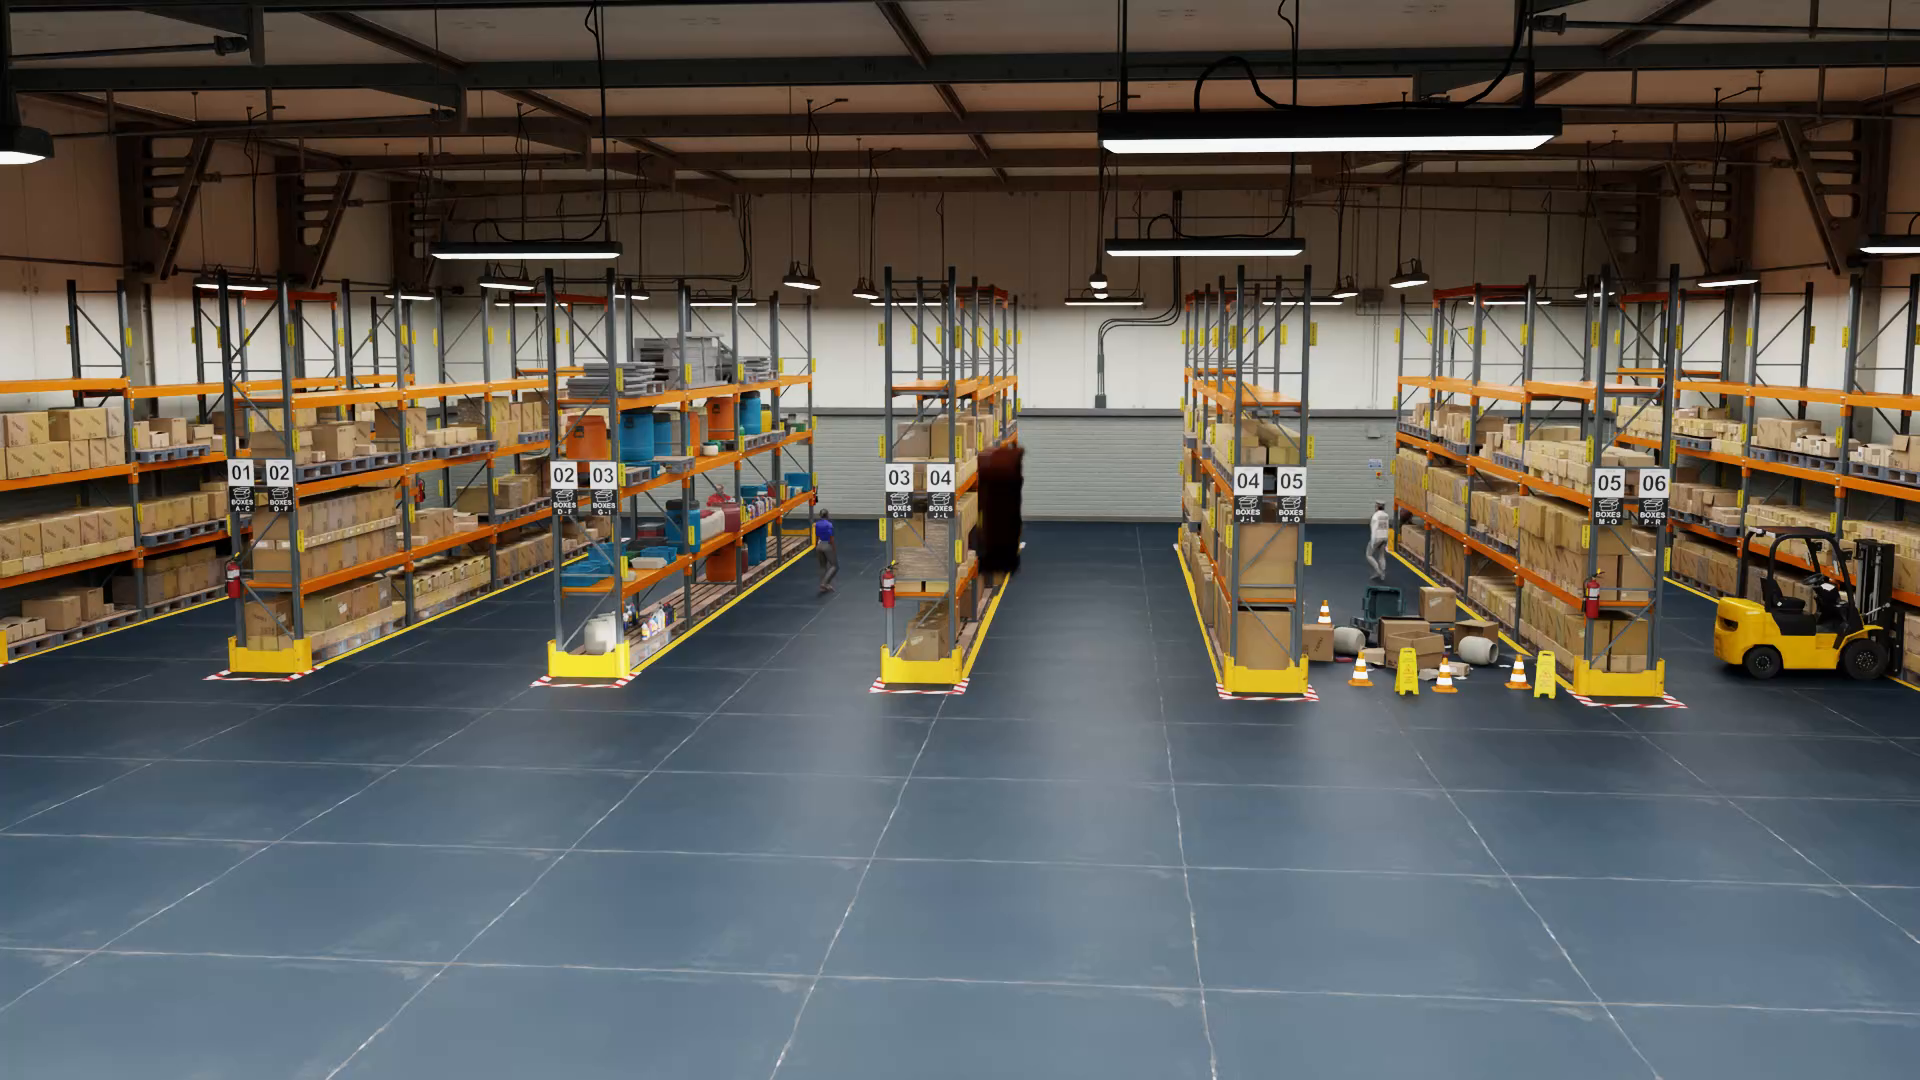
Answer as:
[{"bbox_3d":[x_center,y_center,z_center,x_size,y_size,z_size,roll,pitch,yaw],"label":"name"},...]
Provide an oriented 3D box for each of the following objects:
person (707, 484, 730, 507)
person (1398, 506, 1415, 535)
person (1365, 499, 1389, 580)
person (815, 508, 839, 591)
[{"bbox_3d":[-5.528,-0.442,37.864,0.532,1.663,1.064,3,8,23],"label":"person"},{"bbox_3d":[10.878,-0.776,40.282,0.855,1.759,0.570,0,7,3],"label":"person"},{"bbox_3d":[8.670,-0.002,34.361,0.523,1.682,0.413,-5,8,-34],"label":"person"},{"bbox_3d":[-2.673,0.203,32.826,0.497,1.657,0.472,5,9,36],"label":"person"}]
